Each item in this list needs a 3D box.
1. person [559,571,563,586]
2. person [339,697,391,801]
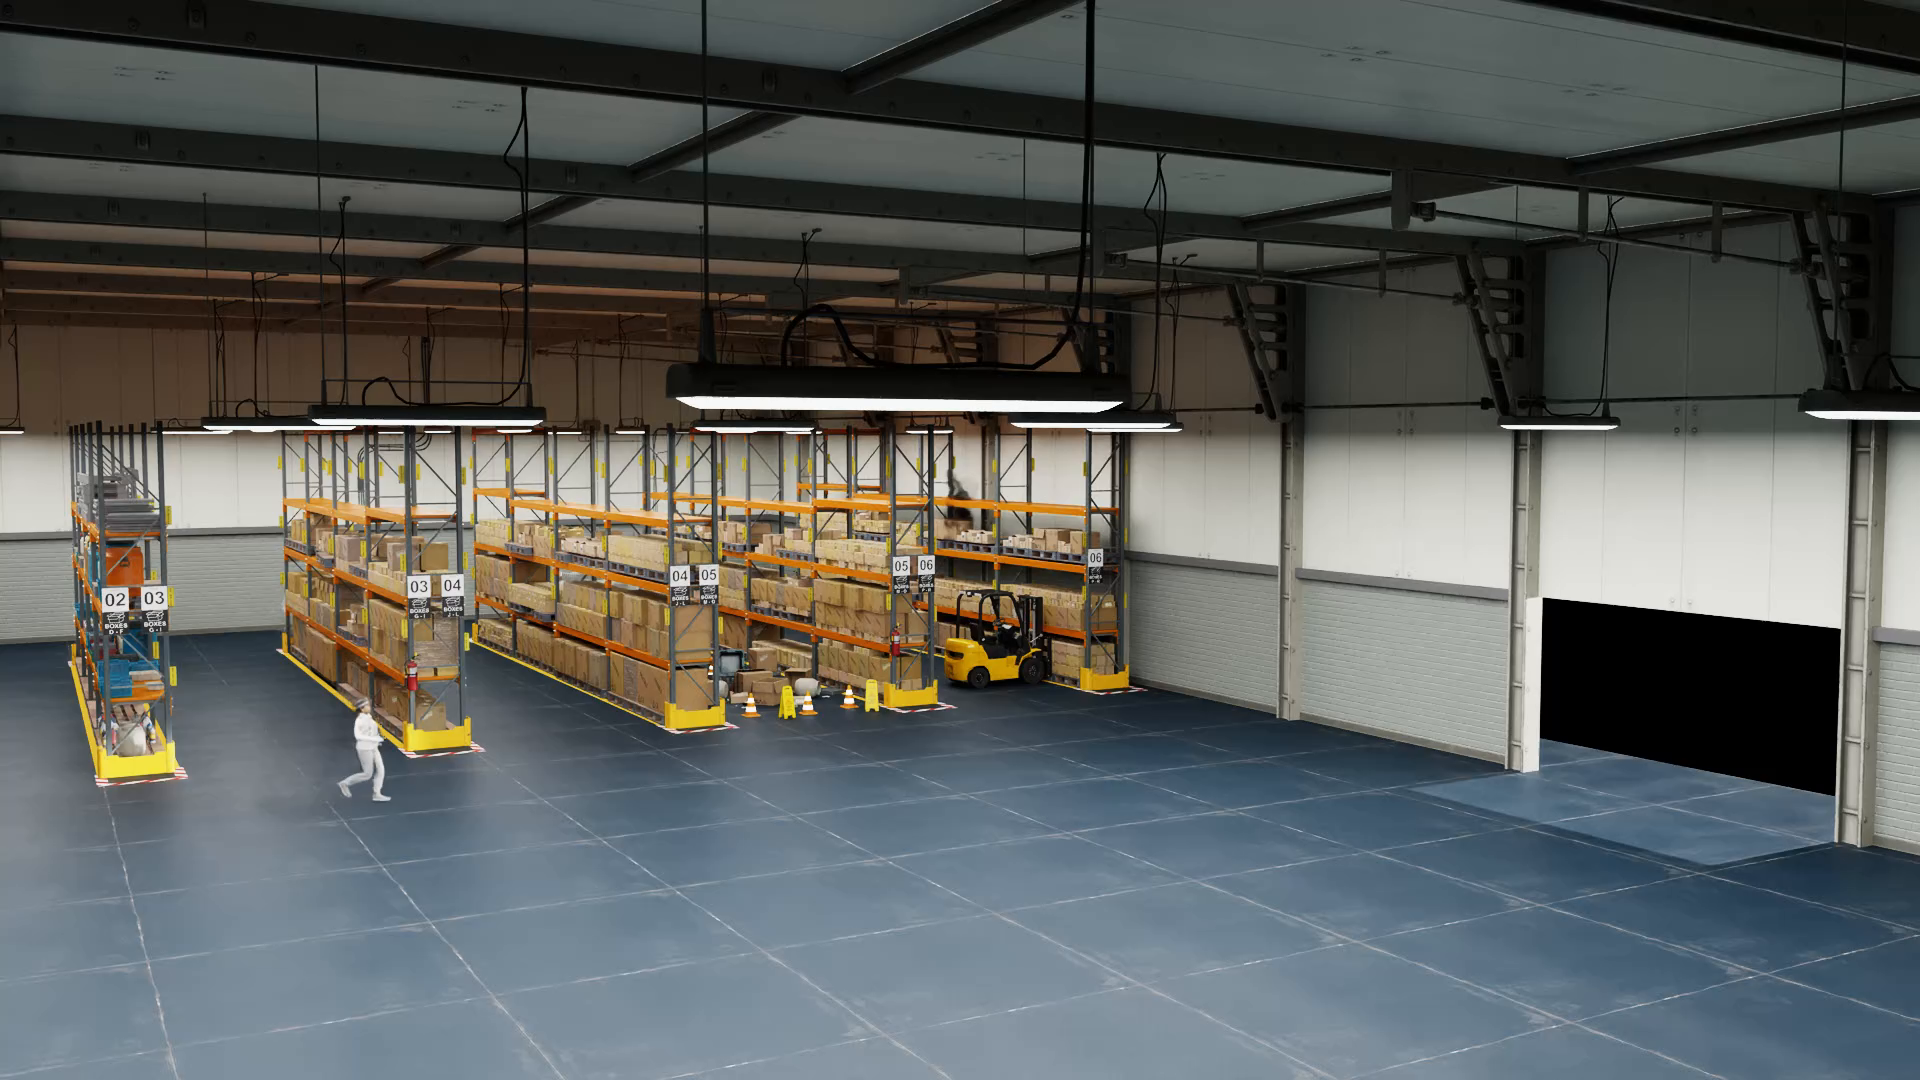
[{"bbox_3d":[-11.841,1.829,49.105,0.749,1.825,0.661,-2,4,-27],"label":"person"},{"bbox_3d":[-9.334,3.280,26.072,0.764,1.654,0.625,0,4,-3],"label":"person"}]
